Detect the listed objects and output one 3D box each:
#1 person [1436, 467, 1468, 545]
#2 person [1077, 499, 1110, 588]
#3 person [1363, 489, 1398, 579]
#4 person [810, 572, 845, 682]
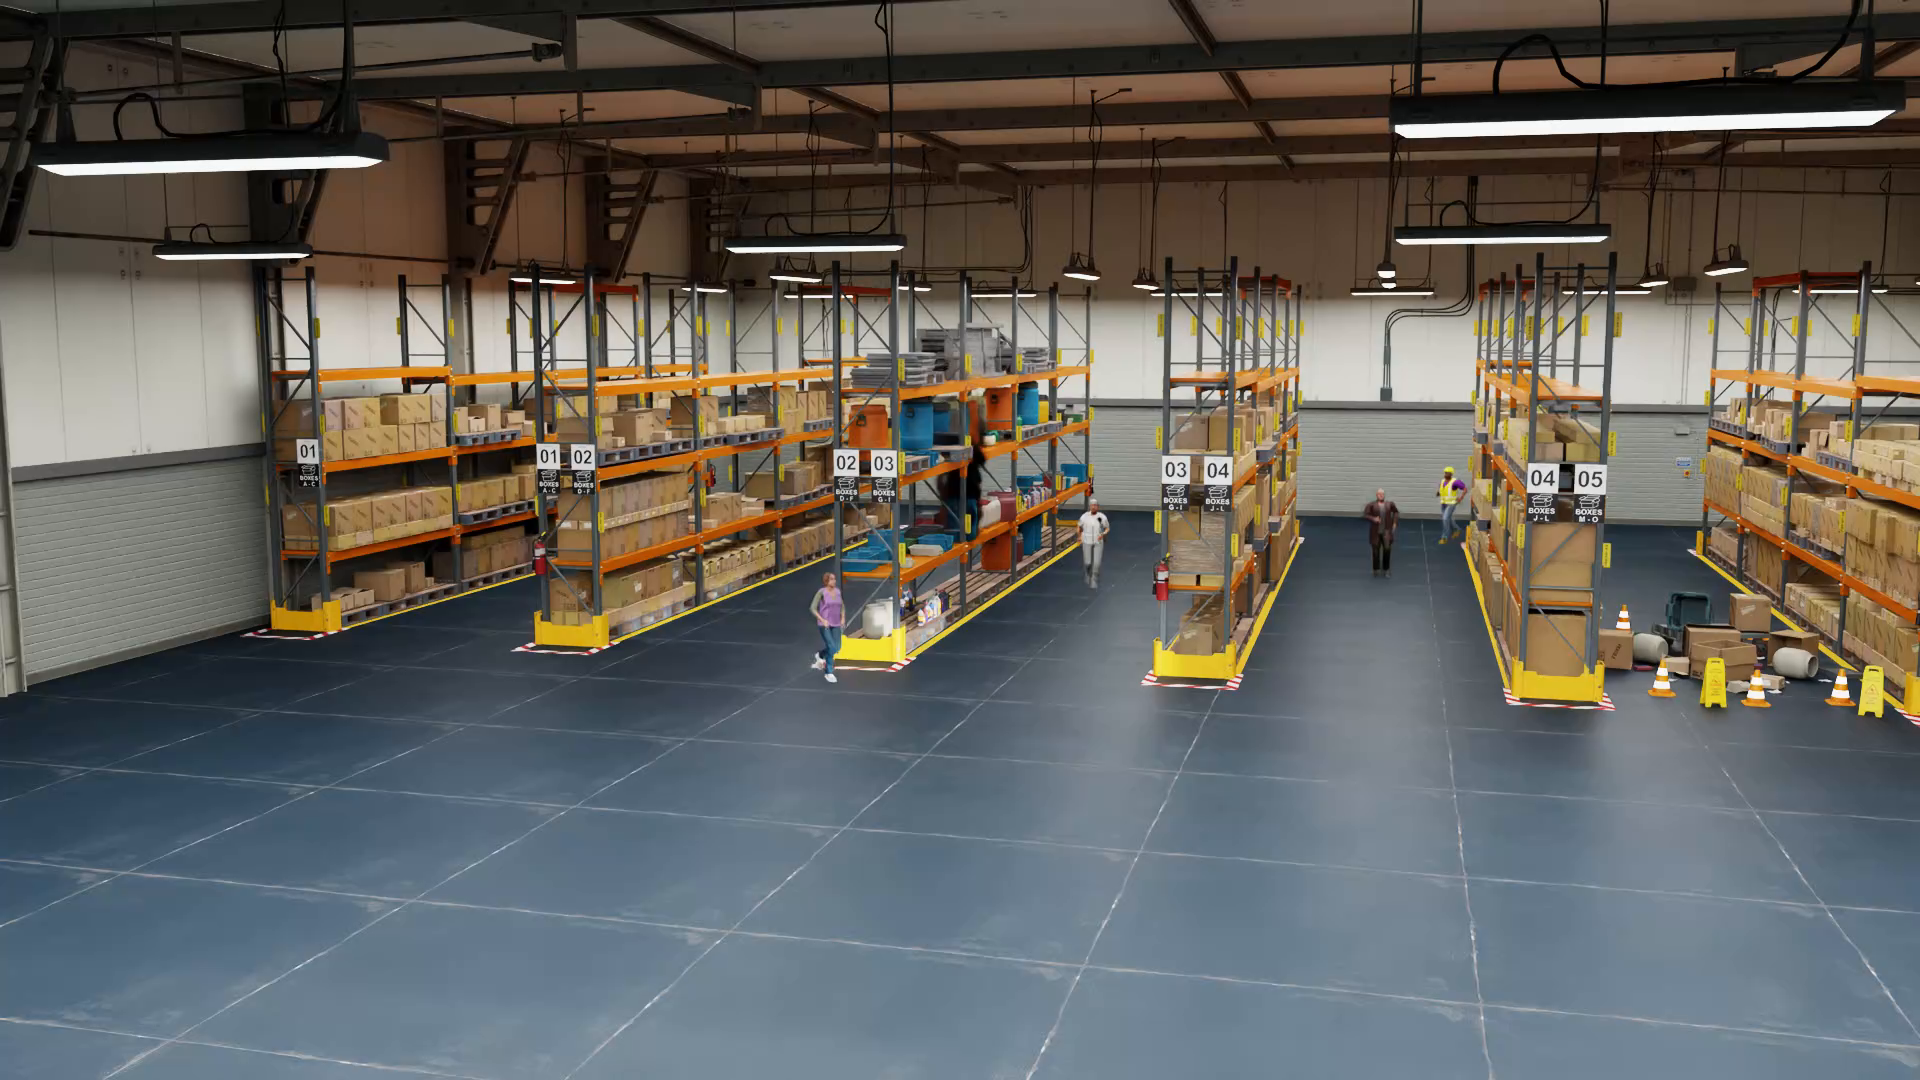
[{"bbox_3d":[11.462,-0.821,38.951,0.915,1.789,0.750,-4,8,-26],"label":"person"},{"bbox_3d":[2.437,0.065,30.437,0.615,1.624,0.502,1,7,6],"label":"person"},{"bbox_3d":[8.482,-0.119,33.536,0.720,1.828,0.739,1,7,9],"label":"person"},{"bbox_3d":[-1.905,1.227,23.859,0.571,1.565,0.570,-6,9,-39],"label":"person"}]
